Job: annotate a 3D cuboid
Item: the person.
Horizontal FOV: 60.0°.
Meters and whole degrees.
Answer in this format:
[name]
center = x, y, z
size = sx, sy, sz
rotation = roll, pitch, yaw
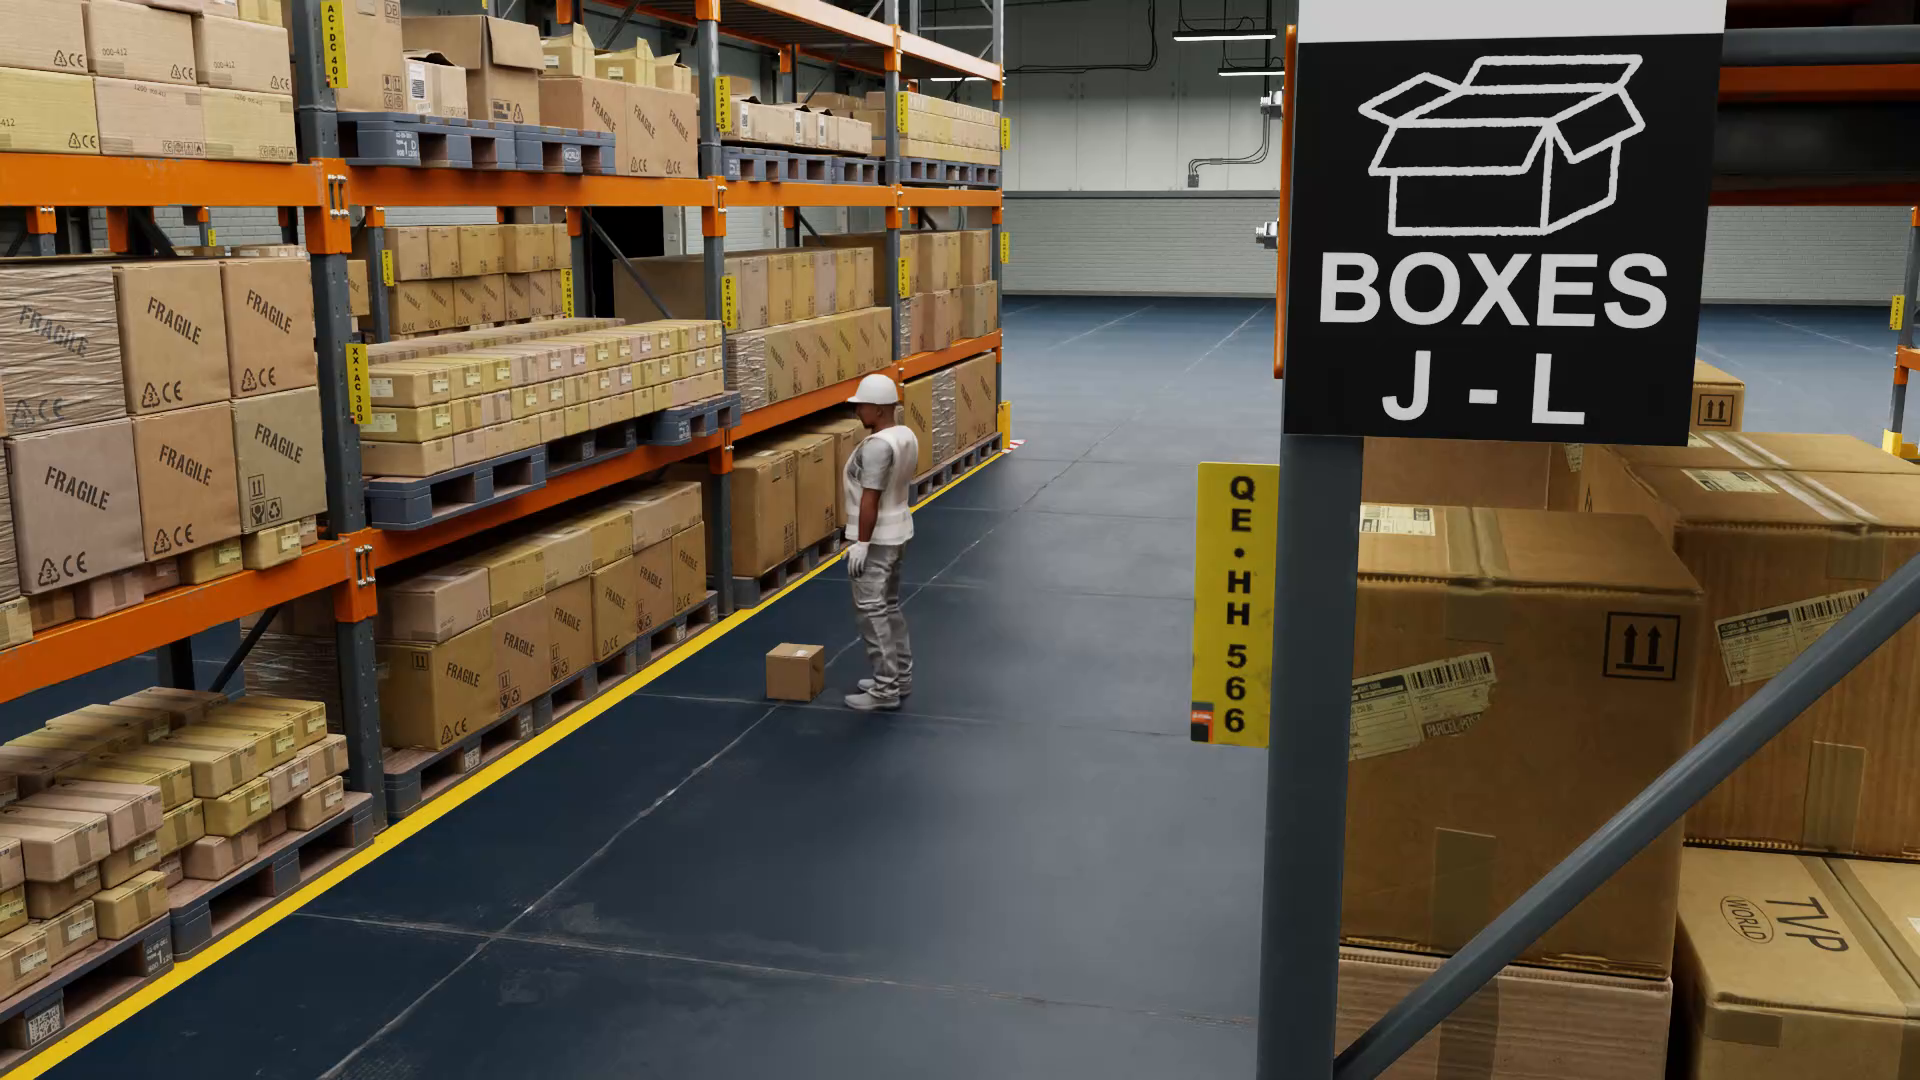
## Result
[person]
center = -0.434, 0.007, 8.881
size = 0.361, 1.781, 0.547
rotation = 3, 12, 15
